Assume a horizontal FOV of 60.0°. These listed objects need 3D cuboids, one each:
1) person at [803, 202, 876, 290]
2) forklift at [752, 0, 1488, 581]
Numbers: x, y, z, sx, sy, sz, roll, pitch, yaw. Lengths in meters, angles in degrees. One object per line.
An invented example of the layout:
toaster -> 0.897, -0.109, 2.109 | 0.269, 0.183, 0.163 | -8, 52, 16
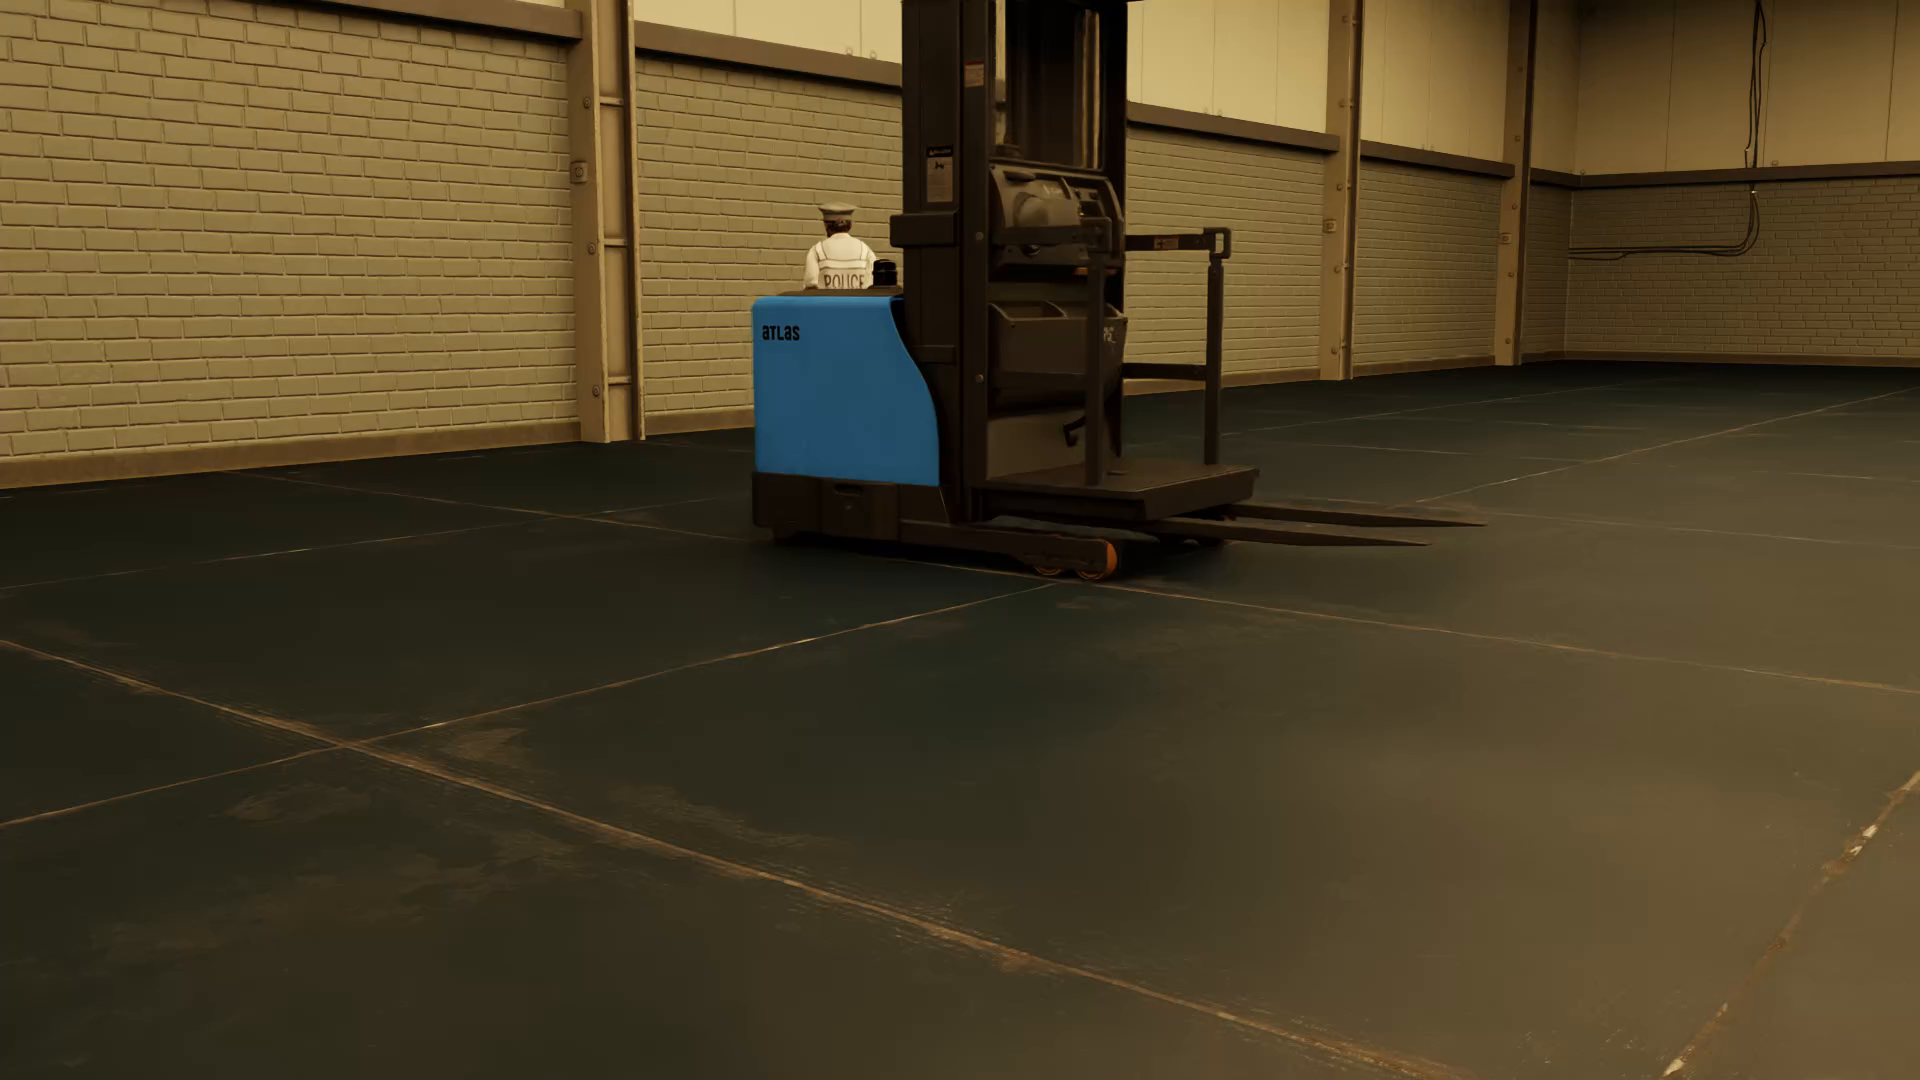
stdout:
person -> -0.744, -1.259, 10.395 | 0.519, 1.673, 0.436 | -2, 9, -12
forklift -> 0.577, -1.381, 6.720 | 3.031, 2.935, 1.130 | 6, 10, 35
